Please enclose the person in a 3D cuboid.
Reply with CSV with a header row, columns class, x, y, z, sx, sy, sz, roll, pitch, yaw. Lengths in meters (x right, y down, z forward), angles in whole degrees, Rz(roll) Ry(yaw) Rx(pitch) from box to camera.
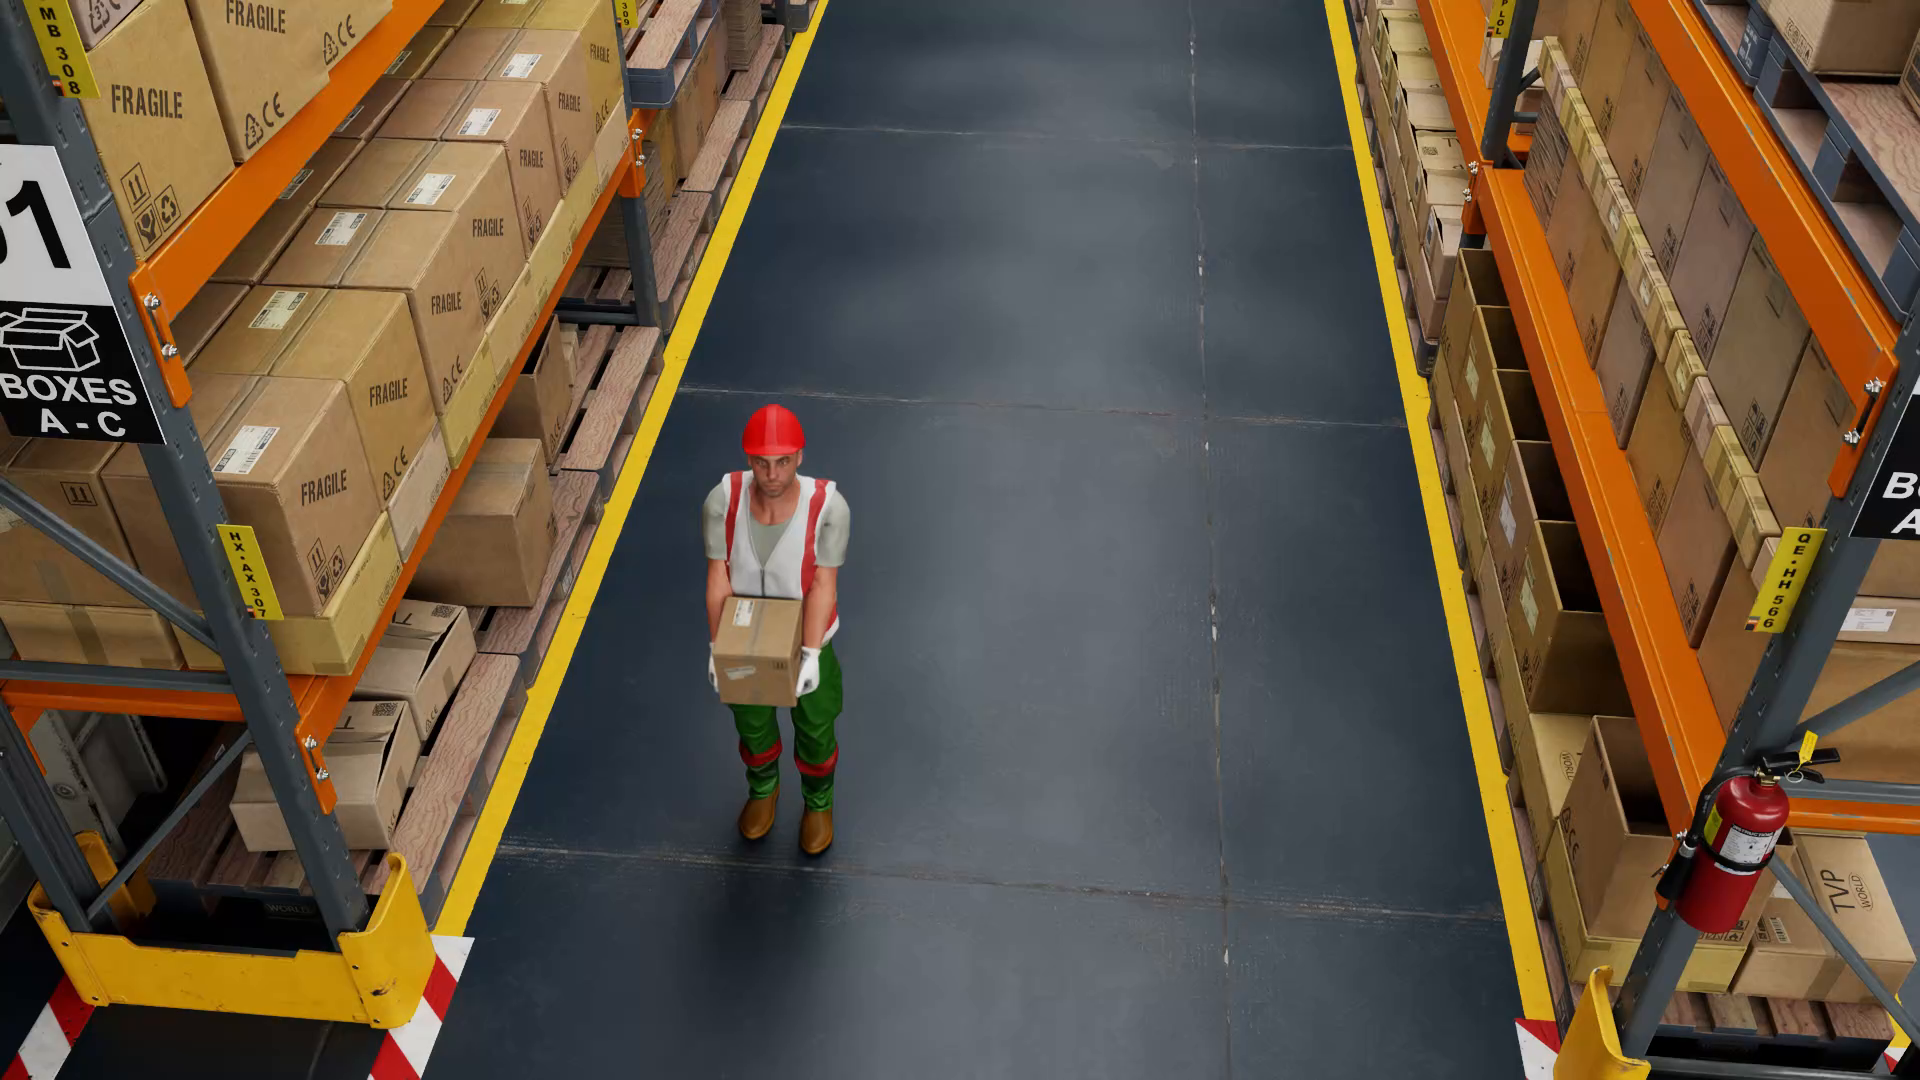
class,x,y,z,sx,sy,sz,roll,pitch,yaw
person,-0.620,0.386,5.678,0.494,1.782,0.573,3,40,4
